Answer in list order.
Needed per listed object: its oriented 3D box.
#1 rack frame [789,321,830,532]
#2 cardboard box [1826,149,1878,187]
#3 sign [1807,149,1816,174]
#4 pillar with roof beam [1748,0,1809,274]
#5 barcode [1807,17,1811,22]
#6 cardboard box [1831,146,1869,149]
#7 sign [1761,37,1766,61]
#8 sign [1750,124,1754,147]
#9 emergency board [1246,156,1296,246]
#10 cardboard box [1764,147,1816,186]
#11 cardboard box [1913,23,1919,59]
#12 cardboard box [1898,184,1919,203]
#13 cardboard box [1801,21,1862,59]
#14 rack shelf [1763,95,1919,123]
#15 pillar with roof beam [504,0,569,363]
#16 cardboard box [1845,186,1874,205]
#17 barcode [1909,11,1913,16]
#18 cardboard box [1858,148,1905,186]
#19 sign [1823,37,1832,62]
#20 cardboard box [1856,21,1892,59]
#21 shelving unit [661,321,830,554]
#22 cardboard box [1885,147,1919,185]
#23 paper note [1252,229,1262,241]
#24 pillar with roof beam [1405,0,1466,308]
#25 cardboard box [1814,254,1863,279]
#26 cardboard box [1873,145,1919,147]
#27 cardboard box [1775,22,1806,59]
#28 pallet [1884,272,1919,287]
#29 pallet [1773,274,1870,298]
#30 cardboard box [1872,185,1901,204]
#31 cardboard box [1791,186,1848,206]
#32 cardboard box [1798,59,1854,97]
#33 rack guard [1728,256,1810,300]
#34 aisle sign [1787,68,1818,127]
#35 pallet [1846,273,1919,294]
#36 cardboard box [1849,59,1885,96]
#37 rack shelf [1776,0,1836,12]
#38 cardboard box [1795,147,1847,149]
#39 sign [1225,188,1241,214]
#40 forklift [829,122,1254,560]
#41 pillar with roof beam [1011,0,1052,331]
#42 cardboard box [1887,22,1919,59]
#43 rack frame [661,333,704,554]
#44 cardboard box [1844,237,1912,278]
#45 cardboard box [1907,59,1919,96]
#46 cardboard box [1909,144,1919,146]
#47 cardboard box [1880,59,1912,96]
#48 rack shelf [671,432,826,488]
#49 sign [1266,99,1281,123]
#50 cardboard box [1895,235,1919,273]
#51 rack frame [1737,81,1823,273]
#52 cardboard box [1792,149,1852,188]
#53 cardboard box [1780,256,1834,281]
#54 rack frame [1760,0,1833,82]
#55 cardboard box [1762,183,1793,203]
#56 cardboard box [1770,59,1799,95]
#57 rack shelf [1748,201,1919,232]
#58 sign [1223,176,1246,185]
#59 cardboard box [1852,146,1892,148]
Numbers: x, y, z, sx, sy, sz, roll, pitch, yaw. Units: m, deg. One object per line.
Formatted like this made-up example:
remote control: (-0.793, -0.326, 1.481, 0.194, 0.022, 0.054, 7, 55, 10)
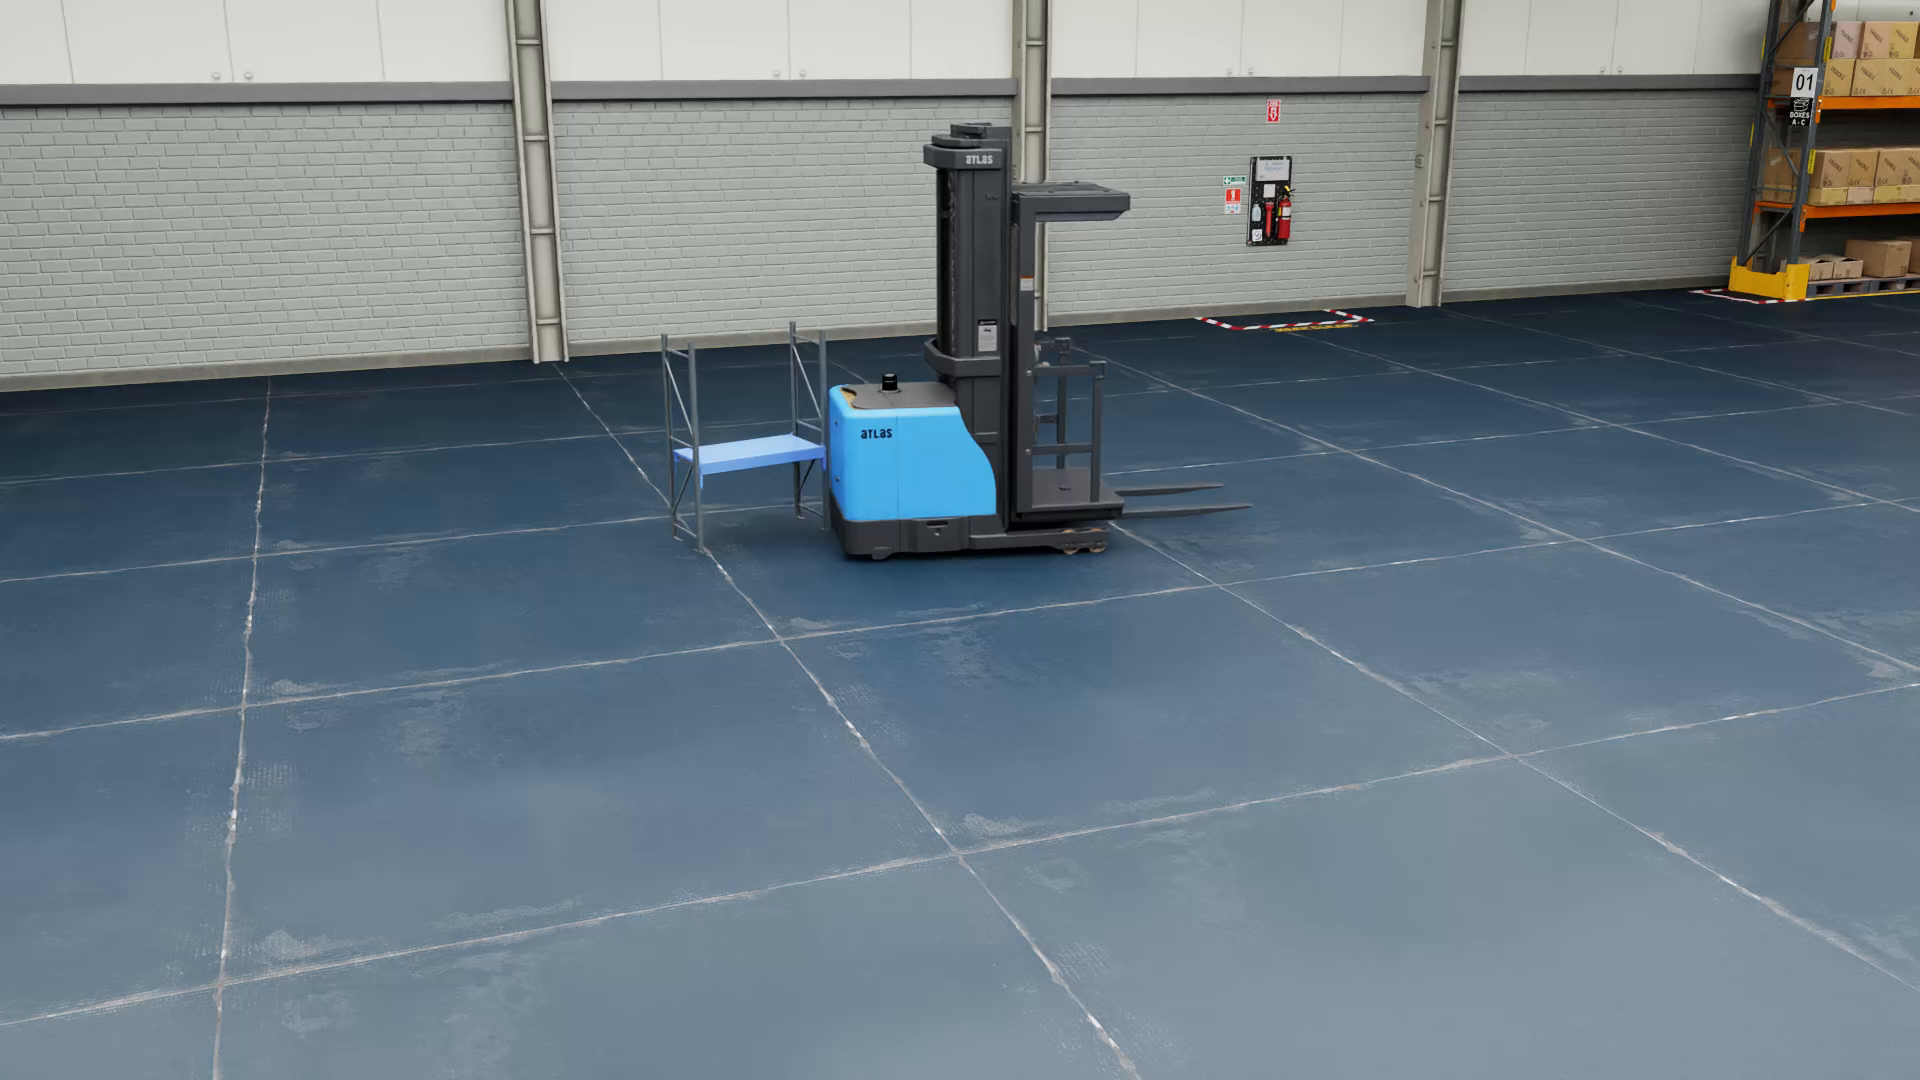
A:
rack frame: (-1.110, -0.837, 12.287, 0.032, 1.500, 0.500, -10, 19, -32)
cardboard box: (12.755, -5.346, 23.878, 0.500, 0.500, 0.500, -6, 17, -20)
sign: (11.931, -5.305, 23.302, 0.005, 0.325, 0.100, -6, 17, -20)
pillar with roof beam: (13.621, -7.076, 20.223, 0.400, 9.000, 9.100, -6, 17, -20)
barcode: (12.221, -7.490, 23.939, 0.075, 0.075, 0.001, -6, 17, -20)
cardboard box: (13.055, -5.534, 24.520, 0.500, 0.500, 0.500, -7, 18, -22)
sign: (11.557, -7.044, 23.867, 0.005, 0.325, 0.100, -6, 17, -20)
sign: (11.557, -5.887, 24.206, 0.005, 0.325, 0.100, -6, 17, -20)
emergency board: (4.157, -4.486, 22.051, 0.643, 1.169, 0.194, -6, 17, -20)
cardboard box: (12.101, -5.433, 24.175, 0.500, 0.500, 0.500, -6, 18, -21)
cardboard box: (14.109, -7.176, 23.902, 0.500, 0.500, 0.500, -7, 18, -22)
cardboard box: (13.736, -5.091, 24.343, 0.500, 0.250, 0.500, -6, 17, -20)
cardboard box: (12.183, -6.983, 23.244, 0.500, 0.500, 0.500, -8, 18, -24)
rack shelf: (13.604, -6.328, 24.275, 4.000, 0.370, 1.077, -6, 17, -20)
pillar with roof beam: (-3.187, -5.261, 14.043, 0.400, 9.000, 9.100, -6, 17, -20)
cardboard box: (12.786, -4.991, 24.002, 0.500, 0.250, 0.500, -7, 18, -22)
barcode: (14.020, -7.759, 24.501, 0.075, 0.075, 0.001, -6, 17, -20)
cardboard box: (13.240, -5.396, 24.050, 0.500, 0.500, 0.500, -7, 18, -22)
sign: (11.931, -6.748, 22.878, 0.005, 0.325, 0.100, -6, 17, -20)
cardboard box: (12.670, -7.021, 23.371, 0.500, 0.500, 0.500, -6, 18, -21)
shelving unit: (-1.536, -0.759, 12.021, 1.048, 1.500, 0.538, -10, 19, -32)
cardboard box: (13.717, -5.451, 24.238, 0.500, 0.500, 0.500, -6, 17, -18)
paper note: (3.967, -4.064, 22.176, 0.142, 0.148, 0.016, -6, 17, -20)
pillar with roof beam: (8.018, -6.471, 18.163, 0.400, 9.000, 9.100, -6, 17, -20)
cardboard box: (12.947, -4.056, 24.579, 0.500, 0.311, 0.500, -5, 17, -15)
cardboard box: (14.006, -5.640, 24.881, 0.500, 0.500, 0.500, -6, 17, -19)
cardboard box: (12.046, -7.121, 23.712, 0.500, 0.500, 0.500, -5, 17, -18)
pallet: (14.857, -4.020, 25.414, 1.213, 0.211, 1.003, -6, 17, -20)
pallet: (12.579, -3.774, 24.576, 1.213, 0.211, 1.003, -6, 17, -20)
cardboard box: (13.263, -5.041, 24.172, 0.500, 0.250, 0.500, -6, 18, -21)
cardboard box: (12.306, -4.935, 23.811, 0.500, 0.250, 0.500, -7, 18, -22)
cardboard box: (12.138, -6.497, 23.361, 0.500, 0.500, 0.500, -6, 17, -19)
rack guard: (11.807, -3.840, 24.288, 0.348, 0.500, 1.175, -6, 17, -20)
aisle sign: (11.777, -6.193, 23.250, 0.004, 0.787, 0.394, -6, 17, -20)
pallet: (13.716, -3.896, 24.991, 1.213, 0.211, 1.003, -6, 17, -20)
cardboard box: (12.652, -6.541, 23.514, 0.500, 0.500, 0.500, -5, 17, -16)
rack shelf: (13.604, -7.765, 23.853, 4.000, 0.370, 1.077, -6, 17, -20)
cardboard box: (12.574, -5.481, 24.339, 0.500, 0.500, 0.500, -6, 17, -19)
sign: (3.603, -4.475, 21.949, 0.234, 0.329, 0.001, -6, 17, -20)
forklift: (0.600, -1.455, 11.851, 3.031, 2.935, 1.130, -3, 17, -10)
pillar with roof beam: (2.416, -5.866, 16.103, 0.400, 9.000, 9.100, -6, 17, -20)
cardboard box: (13.144, -7.075, 23.557, 0.500, 0.500, 0.500, -6, 17, -19)
rack frame: (-1.962, -0.681, 11.755, 0.032, 1.500, 0.500, -10, 19, -32)
cardboard box: (13.650, -4.208, 24.760, 0.500, 0.500, 0.700, -7, 18, -24)
cardboard box: (13.629, -6.654, 23.898, 0.500, 0.500, 0.500, -5, 17, -17)
cardboard box: (14.474, -5.689, 25.047, 0.500, 0.500, 0.500, -6, 17, -20)
cardboard box: (13.136, -6.595, 23.695, 0.500, 0.500, 0.500, -5, 17, -18)
rack shelf: (-1.536, -0.586, 12.071, 1.000, 0.185, 0.538, -10, 19, -32)
sign: (4.113, -5.624, 21.811, 0.199, 0.298, 0.001, -6, 17, -20)
cardboard box: (14.517, -4.332, 25.181, 0.500, 0.500, 0.500, -8, 18, -24)
rack frame: (11.736, -5.032, 23.910, 0.127, 3.000, 1.000, -6, 17, -20)
cardboard box: (12.290, -5.298, 23.717, 0.500, 0.500, 0.500, -6, 17, -20)
cardboard box: (12.415, -3.999, 24.384, 0.500, 0.311, 0.500, -8, 18, -26)
rack frame: (11.736, -7.910, 23.065, 0.127, 3.000, 1.000, -6, 17, -20)
cardboard box: (12.104, -5.068, 24.262, 0.500, 0.250, 0.500, -6, 17, -19)
cardboard box: (12.036, -6.637, 23.840, 0.500, 0.500, 0.500, -5, 17, -16)
rack shelf: (13.604, -4.888, 24.698, 4.000, 0.370, 1.077, -6, 17, -20)
sign: (3.611, -4.727, 21.867, 0.331, 0.109, 0.001, -6, 17, -20)
cardboard box: (13.526, -5.585, 24.693, 0.500, 0.500, 0.500, -6, 17, -19)
